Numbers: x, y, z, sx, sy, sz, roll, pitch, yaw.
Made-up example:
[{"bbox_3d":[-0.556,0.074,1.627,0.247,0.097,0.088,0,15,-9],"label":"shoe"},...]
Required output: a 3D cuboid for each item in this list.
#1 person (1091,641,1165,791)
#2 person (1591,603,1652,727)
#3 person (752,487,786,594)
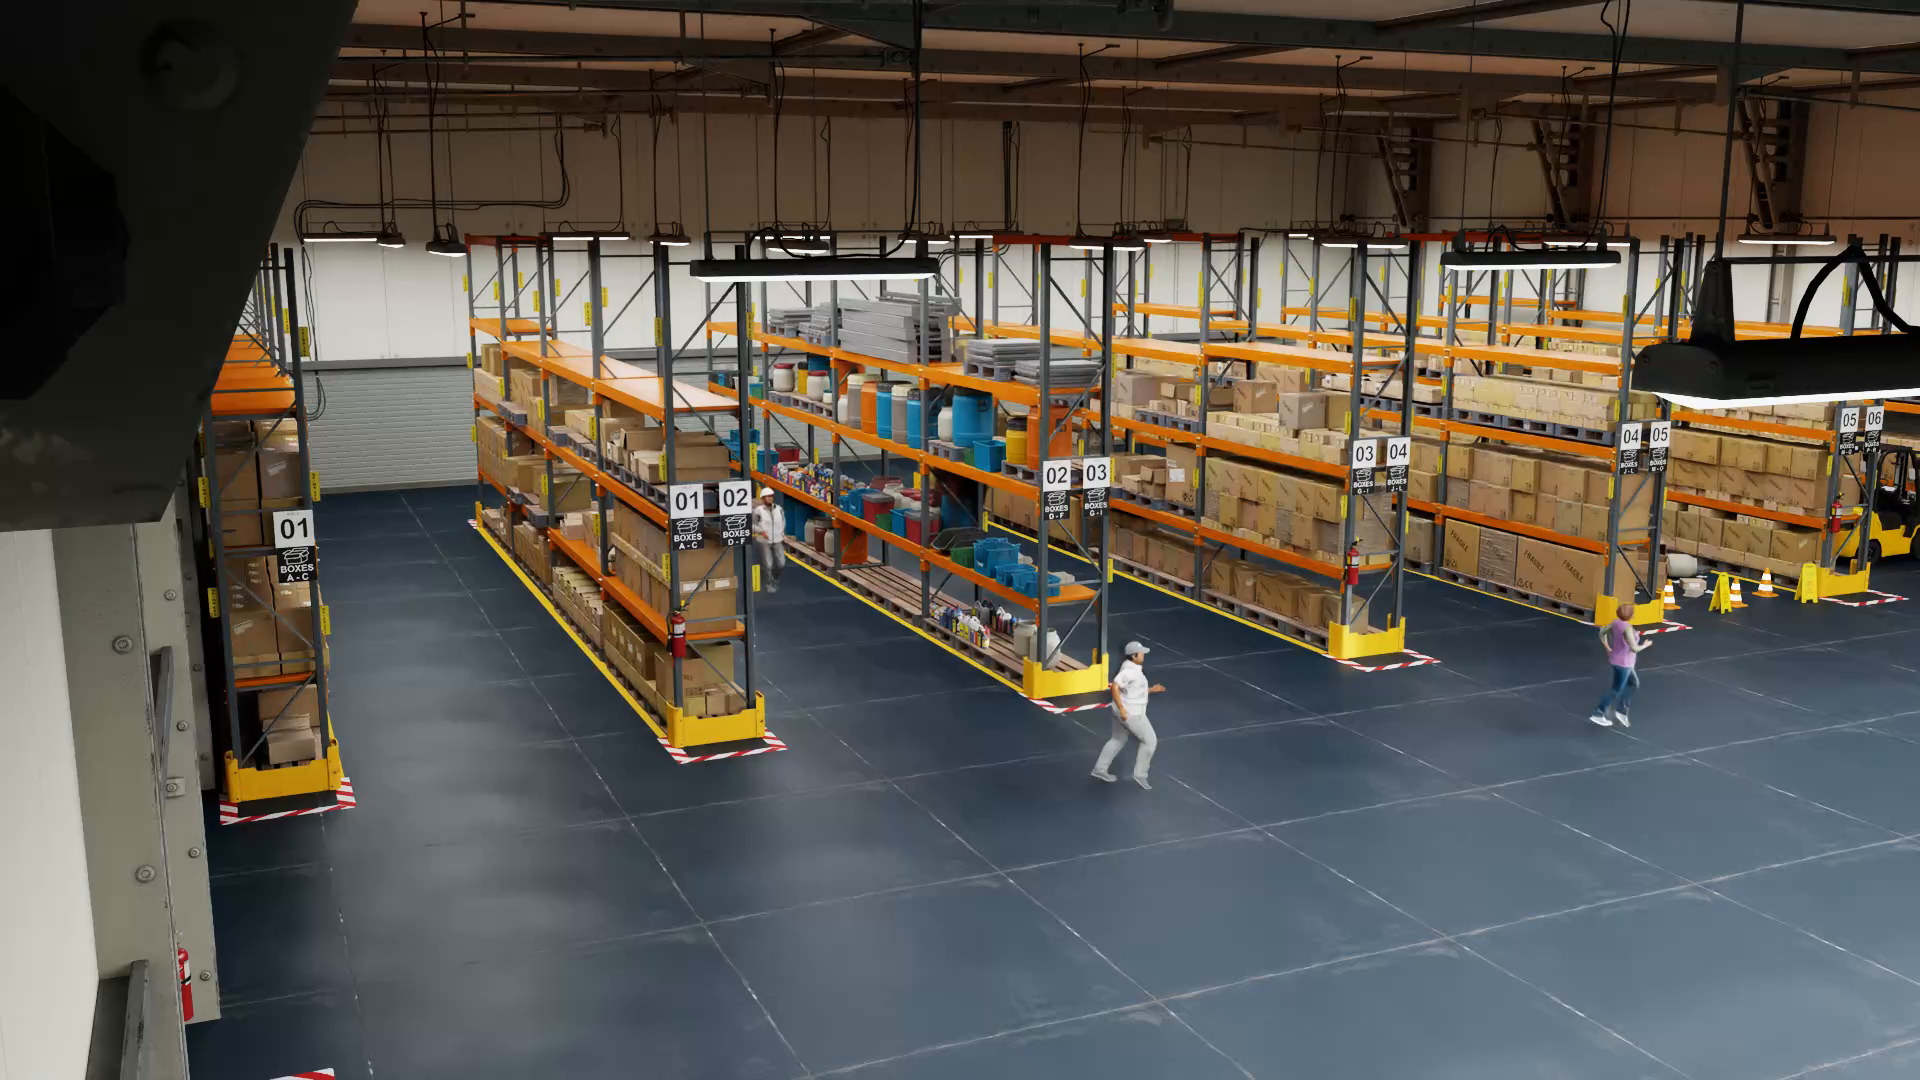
[{"bbox_3d":[1.892,1.977,18.619,0.821,1.724,0.570,-1,11,-6],"label":"person"},{"bbox_3d":[8.271,1.584,20.782,0.699,1.644,0.520,1,11,6],"label":"person"},{"bbox_3d":[-3.050,0.035,26.913,0.635,1.773,0.567,-5,12,-26],"label":"person"}]
